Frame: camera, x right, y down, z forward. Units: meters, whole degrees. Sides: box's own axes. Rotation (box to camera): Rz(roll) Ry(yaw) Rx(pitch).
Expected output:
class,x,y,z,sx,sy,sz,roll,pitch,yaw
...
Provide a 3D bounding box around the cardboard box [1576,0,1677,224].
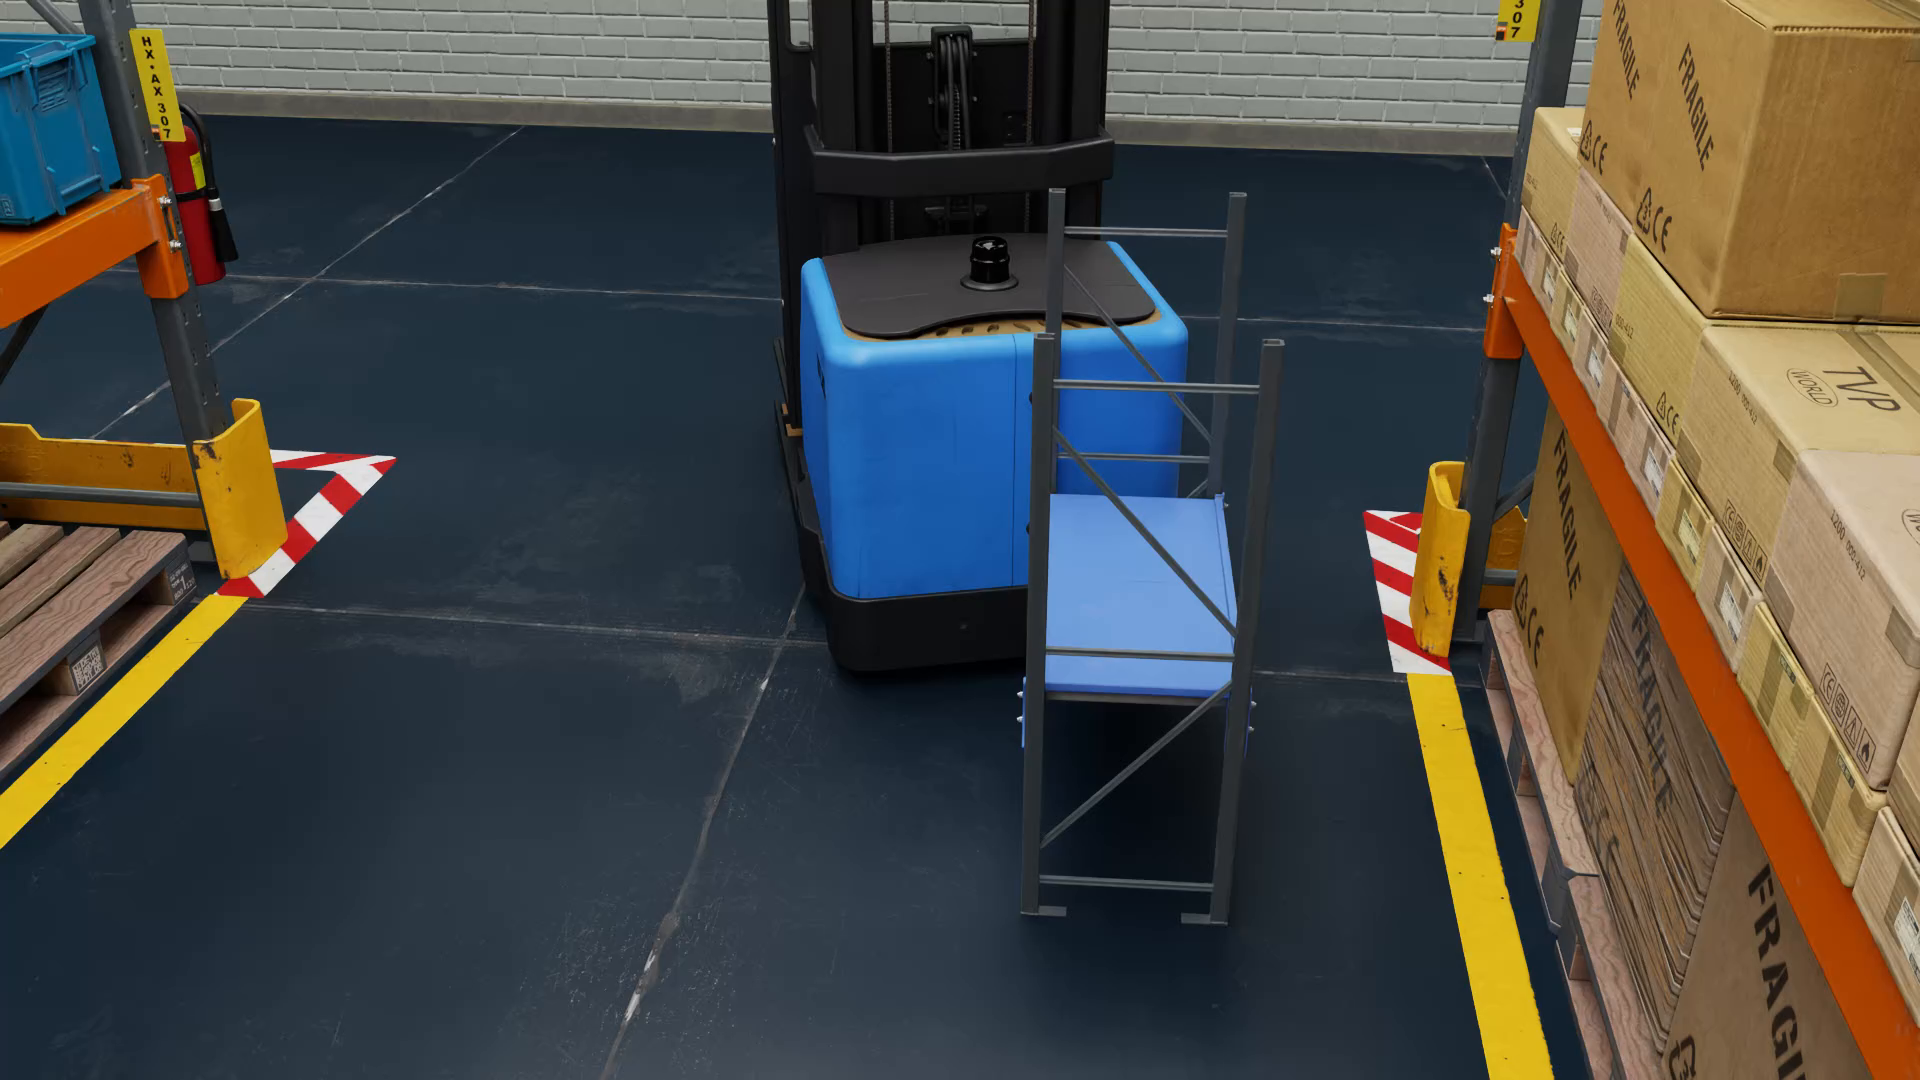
class,x,y,z,sx,sy,sz,roll,pitch,yaw
cardboard box,1.617,-0.951,3.407,0.500,0.500,0.500,3,28,5

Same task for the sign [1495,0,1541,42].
class,x,y,z,sx,sy,sz,roll,pitch,yaw
sign,1.455,-1.453,4.288,0.100,0.325,0.005,3,28,6

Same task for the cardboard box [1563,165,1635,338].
class,x,y,z,sx,sy,sz,roll,pitch,yaw
cardboard box,1.621,-0.611,3.567,0.500,0.250,0.500,3,28,6

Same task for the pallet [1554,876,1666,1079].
class,x,y,z,sx,sy,sz,roll,pitch,yaw
pallet,1.833,1.180,3.338,1.003,0.211,1.213,3,28,6

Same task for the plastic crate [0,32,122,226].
class,x,y,z,sx,sy,sz,roll,pitch,yaw
plastic crate,-2.766,-1.163,4.646,0.616,0.435,0.499,3,28,6

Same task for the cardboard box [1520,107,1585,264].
class,x,y,z,sx,sy,sz,roll,pitch,yaw
cardboard box,1.678,-0.856,4.021,0.500,0.250,0.500,3,28,5

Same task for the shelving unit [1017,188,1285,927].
class,x,y,z,sx,sy,sz,roll,pitch,yaw
shelving unit,0.437,0.017,4.138,0.538,1.500,1.048,2,28,4

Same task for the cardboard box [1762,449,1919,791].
class,x,y,z,sx,sy,sz,roll,pitch,yaw
cardboard box,1.432,0.109,2.229,0.500,0.250,0.500,4,29,7

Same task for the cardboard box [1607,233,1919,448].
class,x,y,z,sx,sy,sz,roll,pitch,yaw
cardboard box,1.556,-0.375,3.128,0.500,0.250,0.500,2,28,4

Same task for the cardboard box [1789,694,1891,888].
class,x,y,z,sx,sy,sz,roll,pitch,yaw
cardboard box,1.353,0.345,2.212,0.380,0.149,0.250,4,29,7

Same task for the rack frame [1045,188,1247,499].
class,x,y,z,sx,sy,sz,roll,pitch,yaw
rack frame,0.477,-0.224,4.584,0.500,1.500,0.032,2,28,4

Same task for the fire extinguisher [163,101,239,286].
class,x,y,z,sx,sy,sz,roll,pitch,yaw
fire extinguisher,-2.441,-1.136,5.171,0.296,0.674,0.183,3,28,6

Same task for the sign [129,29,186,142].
class,x,y,z,sx,sy,sz,roll,pitch,yaw
sign,-2.362,-1.337,4.897,0.100,0.325,0.005,3,28,6

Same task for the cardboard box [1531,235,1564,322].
class,x,y,z,sx,sy,sz,roll,pitch,yaw
cardboard box,1.604,-0.622,4.007,0.380,0.149,0.250,3,28,5

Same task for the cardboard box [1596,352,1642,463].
class,x,y,z,sx,sy,sz,roll,pitch,yaw
cardboard box,1.510,-0.259,3.334,0.380,0.149,0.250,3,28,5

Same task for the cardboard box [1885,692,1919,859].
class,x,y,z,sx,sy,sz,roll,pitch,yaw
cardboard box,1.370,0.349,1.783,0.500,0.250,0.500,4,29,8

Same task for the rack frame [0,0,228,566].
class,x,y,z,sx,sy,sz,roll,pitch,yaw
rack frame,-2.910,-1.290,4.981,1.000,3.000,0.127,3,28,6

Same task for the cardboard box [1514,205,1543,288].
class,x,y,z,sx,sy,sz,roll,pitch,yaw
cardboard box,1.634,-0.743,4.232,0.380,0.149,0.250,4,29,7

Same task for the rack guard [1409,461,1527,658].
class,x,y,z,sx,sy,sz,roll,pitch,yaw
rack guard,2.008,0.087,5.061,1.175,0.500,0.348,3,28,6

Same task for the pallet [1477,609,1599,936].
class,x,y,z,sx,sy,sz,roll,pitch,yaw
pallet,1.985,0.607,4.401,1.003,0.211,1.213,3,28,6

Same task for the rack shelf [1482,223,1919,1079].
class,x,y,z,sx,sy,sz,roll,pitch,yaw
rack shelf,1.760,0.256,2.870,1.077,0.370,4.000,3,28,6

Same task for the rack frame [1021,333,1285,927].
class,x,y,z,sx,sy,sz,roll,pitch,yaw
rack frame,0.398,0.257,3.692,0.500,1.500,0.032,2,28,4

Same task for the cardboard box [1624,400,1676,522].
class,x,y,z,sx,sy,sz,roll,pitch,yaw
cardboard box,1.479,-0.138,3.108,0.380,0.149,0.250,3,28,6

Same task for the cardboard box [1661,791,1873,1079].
class,x,y,z,sx,sy,sz,roll,pitch,yaw
cardboard box,1.786,0.902,2.710,0.875,0.875,0.875,3,28,6

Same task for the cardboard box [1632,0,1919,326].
class,x,y,z,sx,sy,sz,roll,pitch,yaw
cardboard box,1.560,-0.707,2.953,0.500,0.500,0.500,3,28,5

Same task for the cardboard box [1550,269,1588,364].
class,x,y,z,sx,sy,sz,roll,pitch,yaw
cardboard box,1.573,-0.502,3.784,0.380,0.149,0.250,3,28,5

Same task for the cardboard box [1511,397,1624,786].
class,x,y,z,sx,sy,sz,roll,pitch,yaw
cardboard box,2.006,0.055,4.283,0.875,0.875,0.875,3,28,6

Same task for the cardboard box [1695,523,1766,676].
class,x,y,z,sx,sy,sz,roll,pitch,yaw
cardboard box,1.417,0.105,2.658,0.380,0.149,0.250,4,29,7

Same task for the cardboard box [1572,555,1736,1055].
class,x,y,z,sx,sy,sz,roll,pitch,yaw
cardboard box,1.895,0.483,3.488,0.875,0.875,0.875,3,28,6

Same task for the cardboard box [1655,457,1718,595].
class,x,y,z,sx,sy,sz,roll,pitch,yaw
cardboard box,1.447,-0.019,2.888,0.380,0.149,0.250,3,28,5

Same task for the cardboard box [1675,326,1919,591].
class,x,y,z,sx,sy,sz,roll,pitch,yaw
cardboard box,1.497,-0.129,2.671,0.500,0.250,0.500,3,28,5

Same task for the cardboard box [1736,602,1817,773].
class,x,y,z,sx,sy,sz,roll,pitch,yaw
cardboard box,1.384,0.224,2.436,0.380,0.149,0.250,3,28,5

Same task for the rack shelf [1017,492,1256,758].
class,x,y,z,sx,sy,sz,roll,pitch,yaw
rack shelf,0.437,0.175,4.223,0.538,0.185,1.000,2,28,4

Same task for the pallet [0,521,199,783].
class,x,y,z,sx,sy,sz,roll,pitch,yaw
pallet,-3.050,0.324,4.926,1.003,0.211,1.213,3,28,6

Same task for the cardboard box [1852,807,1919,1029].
class,x,y,z,sx,sy,sz,roll,pitch,yaw
cardboard box,1.322,0.466,1.987,0.380,0.149,0.250,4,29,7

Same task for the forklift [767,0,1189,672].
class,x,y,z,sx,sy,sz,roll,pitch,yaw
forklift,-0.109,-1.582,5.597,1.130,2.935,3.031,-5,29,-9

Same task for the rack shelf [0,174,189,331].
class,x,y,z,sx,sy,sz,roll,pitch,yaw
rack shelf,-3.155,-0.031,3.404,1.077,0.370,4.000,3,28,6

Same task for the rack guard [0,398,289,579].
class,x,y,z,sx,sy,sz,roll,pitch,yaw
rack guard,-2.920,-0.201,5.596,1.175,0.500,0.348,3,28,6

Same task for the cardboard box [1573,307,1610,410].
class,x,y,z,sx,sy,sz,roll,pitch,yaw
cardboard box,1.542,-0.379,3.556,0.380,0.149,0.250,3,28,5

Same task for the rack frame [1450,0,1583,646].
class,x,y,z,sx,sy,sz,roll,pitch,yaw
rack frame,2.005,-1.002,4.447,1.000,3.000,0.127,3,28,6
